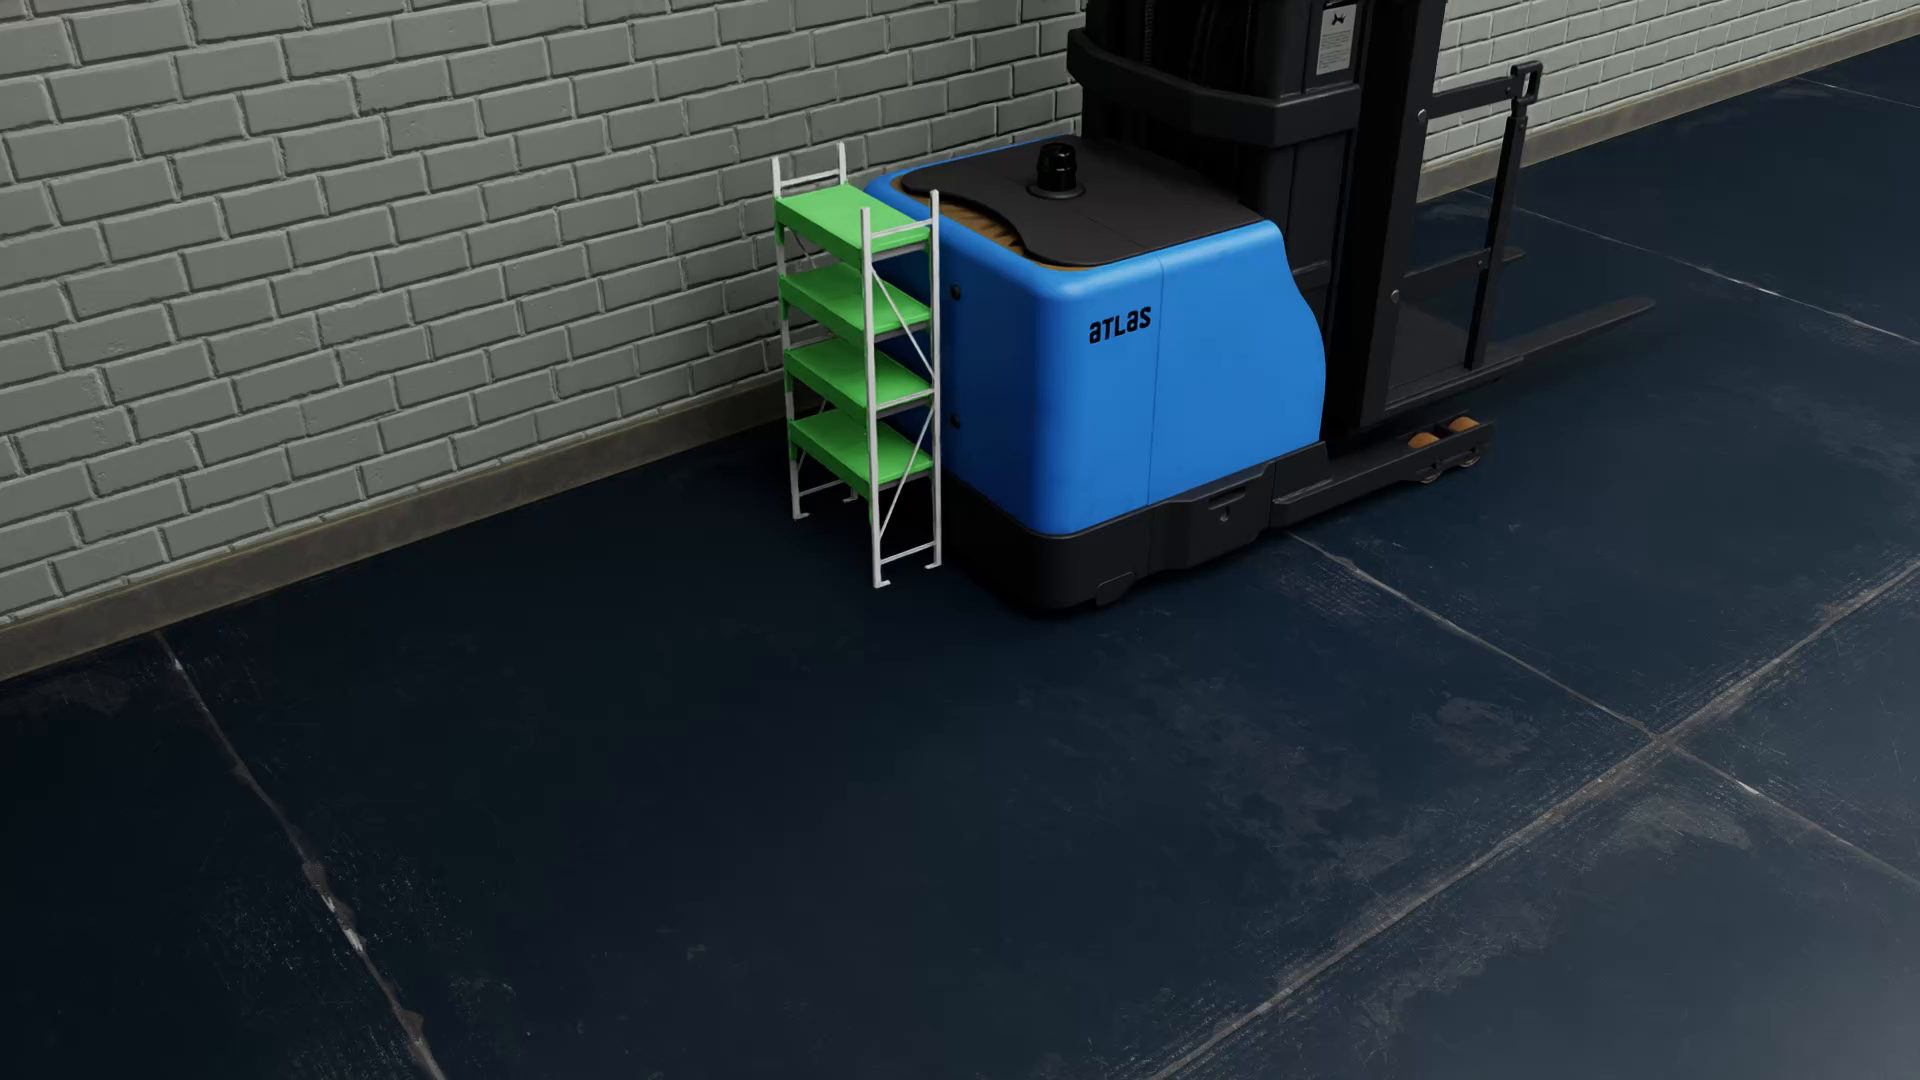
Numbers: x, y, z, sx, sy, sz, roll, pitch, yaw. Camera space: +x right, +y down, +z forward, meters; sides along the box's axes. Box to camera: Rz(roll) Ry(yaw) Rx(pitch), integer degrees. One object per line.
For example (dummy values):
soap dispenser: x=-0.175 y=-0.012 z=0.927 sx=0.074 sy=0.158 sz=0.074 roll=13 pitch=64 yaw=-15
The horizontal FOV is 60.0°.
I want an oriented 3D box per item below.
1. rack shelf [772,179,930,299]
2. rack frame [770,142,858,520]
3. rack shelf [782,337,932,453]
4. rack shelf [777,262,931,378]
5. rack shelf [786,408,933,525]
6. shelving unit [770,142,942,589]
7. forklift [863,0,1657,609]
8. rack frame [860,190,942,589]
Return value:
rack shelf: x=-0.299 y=-0.860 z=4.708 sx=0.258 sy=0.148 sz=0.480 roll=-20 pitch=37 yaw=-29
rack frame: x=-0.437 y=-0.612 z=5.098 sx=0.240 sy=1.200 sz=0.015 roll=-20 pitch=37 yaw=-29
rack shelf: x=-0.299 y=-0.452 z=4.961 sx=0.258 sy=0.148 sz=0.480 roll=-20 pitch=37 yaw=-29
rack shelf: x=-0.299 y=-0.656 z=4.835 sx=0.258 sy=0.148 sz=0.480 roll=-20 pitch=37 yaw=-29
rack shelf: x=-0.298 y=-0.248 z=5.088 sx=0.258 sy=0.148 sz=0.480 roll=-20 pitch=37 yaw=-29
shelving unit: x=-0.299 y=-0.506 z=4.928 sx=0.258 sy=1.200 sz=0.503 roll=-20 pitch=37 yaw=-29
forklift: x=1.195 y=-1.645 z=5.120 sx=3.031 sy=2.935 sz=1.130 roll=-20 pitch=37 yaw=-29
rack frame: x=-0.160 y=-0.400 z=4.757 sx=0.240 sy=1.200 sz=0.015 roll=-20 pitch=37 yaw=-29
